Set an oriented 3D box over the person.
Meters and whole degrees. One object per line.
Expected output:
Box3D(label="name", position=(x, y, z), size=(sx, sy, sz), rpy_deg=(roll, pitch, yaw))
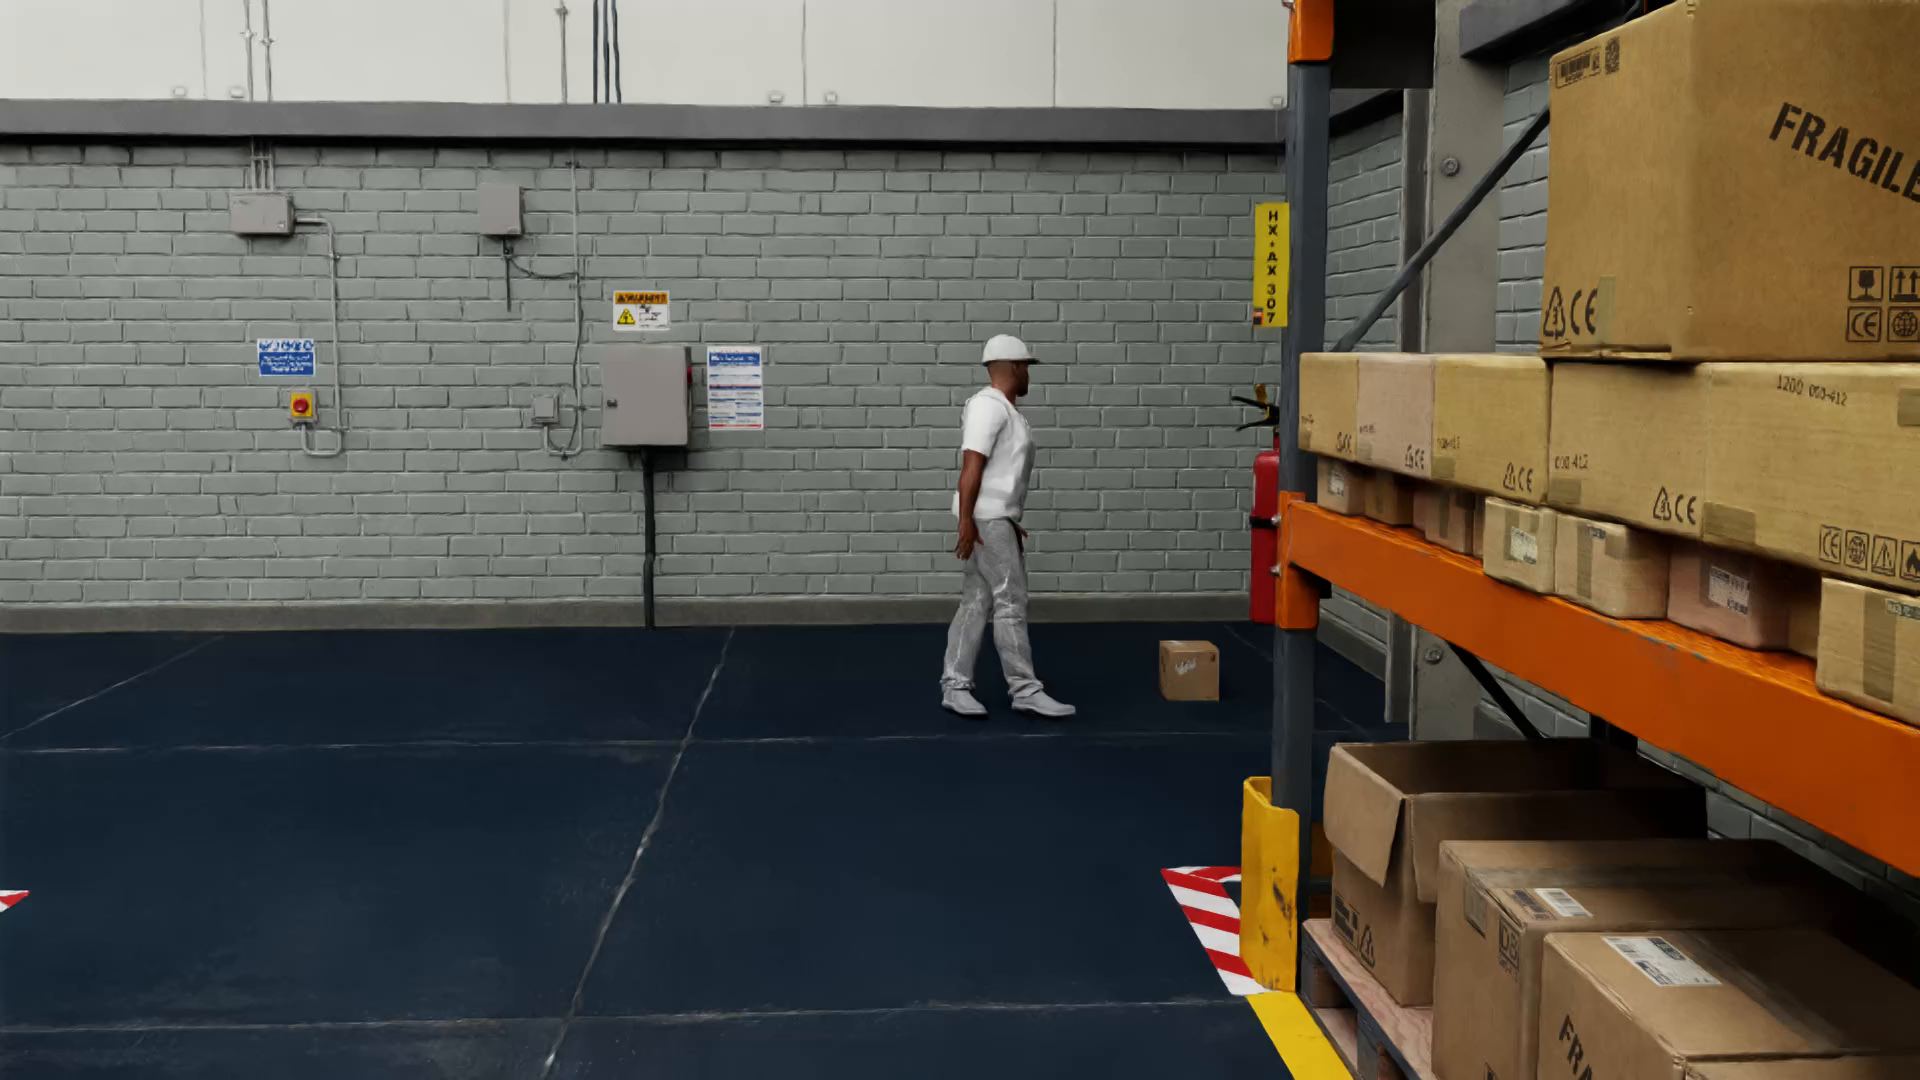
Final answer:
Box3D(label="person", position=(0.243, -0.077, 7.756), size=(0.669, 1.752, 0.667), rpy_deg=(1, 7, 11))
